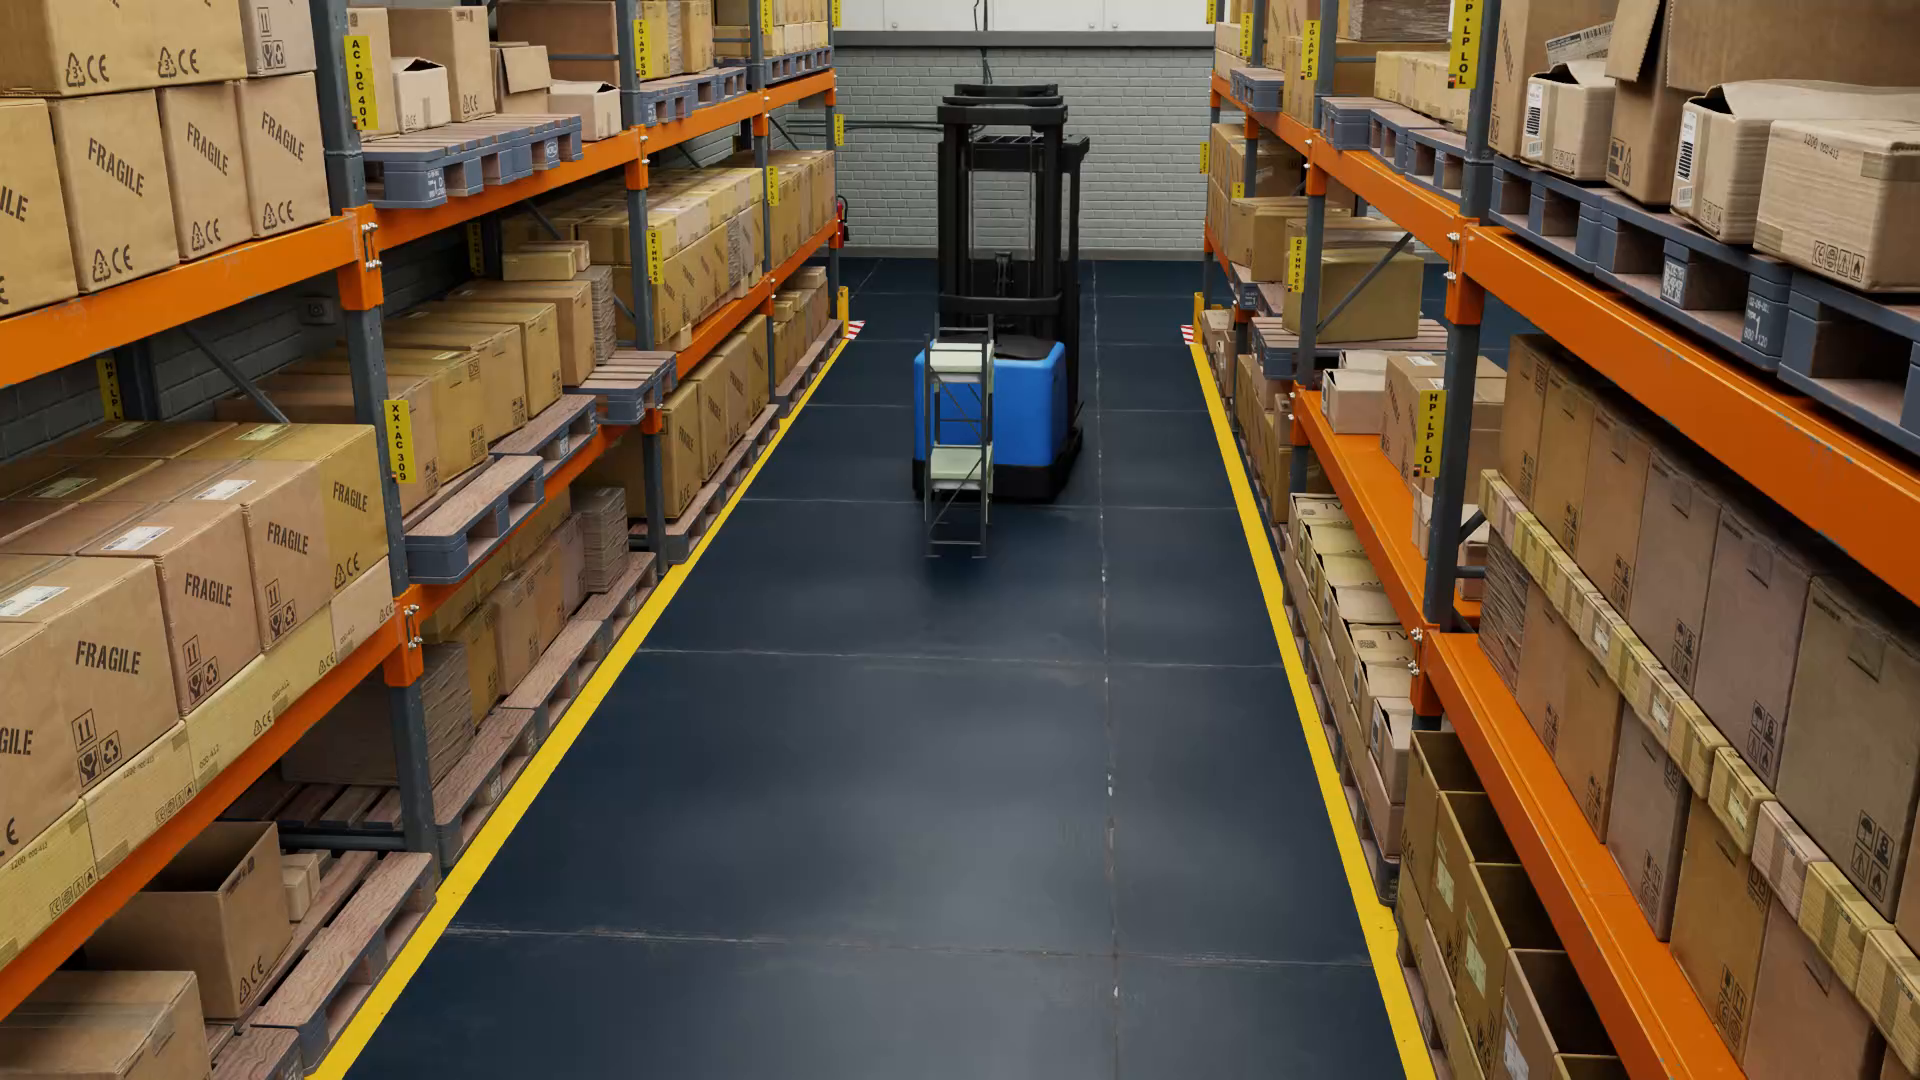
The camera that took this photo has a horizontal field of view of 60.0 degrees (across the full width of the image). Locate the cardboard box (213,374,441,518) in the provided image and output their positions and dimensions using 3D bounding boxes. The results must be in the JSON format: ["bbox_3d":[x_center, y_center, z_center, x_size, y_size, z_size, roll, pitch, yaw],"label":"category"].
[{"bbox_3d":[-2.616,-0.387,6.921,0.700,0.500,0.500,1,18,4],"label":"cardboard box"}]

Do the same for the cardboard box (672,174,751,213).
[{"bbox_3d":[-1.938,-2.704,12.982,0.500,0.250,0.500,2,18,5],"label":"cardboard box"}]

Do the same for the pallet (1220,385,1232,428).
[{"bbox_3d":[2.878,-1.237,14.859,1.003,0.211,1.213,1,18,4],"label":"pallet"}]

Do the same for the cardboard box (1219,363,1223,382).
[{"bbox_3d":[2.553,-1.504,15.068,0.380,0.149,0.250,1,18,4],"label":"cardboard box"}]

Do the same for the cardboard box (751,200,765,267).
[{"bbox_3d":[-1.895,-2.508,13.588,0.500,0.500,0.500,1,18,3],"label":"cardboard box"}]

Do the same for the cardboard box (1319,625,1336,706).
[{"bbox_3d":[2.108,0.634,8.413,0.500,0.250,0.500,2,18,5],"label":"cardboard box"}]

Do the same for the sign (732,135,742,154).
[{"bbox_3d":[-2.379,-4.164,17.795,0.100,0.325,0.005,1,18,4],"label":"sign"}]

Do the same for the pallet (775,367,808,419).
[{"bbox_3d":[-1.980,-1.367,15.257,1.003,0.211,1.213,1,18,4],"label":"pallet"}]

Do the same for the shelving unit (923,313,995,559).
[{"bbox_3d":[0.000,-0.711,11.183,0.431,1.500,0.755,1,18,4],"label":"shelving unit"}]

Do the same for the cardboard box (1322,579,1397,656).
[{"bbox_3d":[2.107,0.372,8.312,0.500,0.311,0.500,1,18,3],"label":"cardboard box"}]

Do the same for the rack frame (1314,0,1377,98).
[{"bbox_3d":[2.542,-3.957,9.048,1.000,3.000,0.127,1,18,4],"label":"rack frame"}]

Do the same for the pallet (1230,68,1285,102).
[{"bbox_3d":[2.711,-3.484,12.723,1.213,0.211,1.003,1,18,4],"label":"pallet"}]

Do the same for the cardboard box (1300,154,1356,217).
[{"bbox_3d":[3.143,-3.011,14.030,0.500,0.500,0.500,2,18,5],"label":"cardboard box"}]

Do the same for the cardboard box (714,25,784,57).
[{"bbox_3d":[-1.800,-4.268,14.220,0.500,0.250,0.500,1,18,4],"label":"cardboard box"}]

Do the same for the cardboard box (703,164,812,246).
[{"bbox_3d":[-1.958,-3.222,15.956,0.980,0.700,0.700,0,18,1],"label":"cardboard box"}]

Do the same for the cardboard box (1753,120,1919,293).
[{"bbox_3d":[1.788,-0.606,2.978,0.500,0.250,0.500,1,18,4],"label":"cardboard box"}]

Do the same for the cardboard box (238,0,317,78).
[{"bbox_3d":[-2.452,-1.769,5.390,0.500,0.500,0.500,0,18,-1],"label":"cardboard box"}]

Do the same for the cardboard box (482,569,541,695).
[{"bbox_3d":[-2.586,0.457,8.519,0.700,0.500,0.500,1,18,5],"label":"cardboard box"}]

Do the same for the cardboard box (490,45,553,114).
[{"bbox_3d":[-2.585,-2.299,8.608,0.797,0.503,0.637,4,19,12],"label":"cardboard box"}]

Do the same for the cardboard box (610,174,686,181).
[{"bbox_3d":[-2.437,-2.713,13.011,0.500,0.250,0.500,1,18,5],"label":"cardboard box"}]

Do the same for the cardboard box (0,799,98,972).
[{"bbox_3d":[-2.556,0.866,4.170,0.500,0.250,0.500,1,18,3],"label":"cardboard box"}]

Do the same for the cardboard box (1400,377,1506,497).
[{"bbox_3d":[2.400,-0.469,7.876,0.500,0.500,0.500,1,18,4],"label":"cardboard box"}]

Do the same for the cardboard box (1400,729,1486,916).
[{"bbox_3d":[1.909,1.024,6.019,0.500,0.500,0.500,1,18,4],"label":"cardboard box"}]

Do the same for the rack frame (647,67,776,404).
[{"bbox_3d":[-2.113,-2.458,14.108,1.000,3.000,0.127,1,18,4],"label":"rack frame"}]

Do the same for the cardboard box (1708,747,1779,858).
[{"bbox_3d":[1.880,0.579,3.636,0.380,0.149,0.250,2,18,6],"label":"cardboard box"}]

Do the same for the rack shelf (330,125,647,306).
[{"bbox_3d":[-2.543,-1.678,8.066,1.077,0.370,4.000,1,18,4],"label":"rack shelf"}]

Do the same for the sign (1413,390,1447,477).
[{"bbox_3d":[1.713,-0.386,6.051,0.100,0.325,0.005,1,18,4],"label":"sign"}]

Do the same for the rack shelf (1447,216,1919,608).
[{"bbox_3d":[2.111,-0.327,3.940,1.077,0.370,4.000,1,18,4],"label":"rack shelf"}]

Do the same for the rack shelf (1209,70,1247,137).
[{"bbox_3d":[2.972,-4.053,15.314,1.077,0.370,4.000,1,18,4],"label":"rack shelf"}]

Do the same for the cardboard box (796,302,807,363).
[{"bbox_3d":[-1.879,-2.015,16.096,0.700,0.500,0.500,2,18,5],"label":"cardboard box"}]

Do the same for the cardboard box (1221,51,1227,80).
[{"bbox_3d":[2.742,-4.481,15.705,0.500,0.250,0.500,1,18,4],"label":"cardboard box"}]

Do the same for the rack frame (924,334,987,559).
[{"bbox_3d":[-0.027,-0.597,10.836,0.400,1.500,0.023,1,18,4],"label":"rack frame"}]

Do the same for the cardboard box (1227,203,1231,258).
[{"bbox_3d":[2.644,-2.717,14.738,0.500,0.500,0.500,2,18,5],"label":"cardboard box"}]

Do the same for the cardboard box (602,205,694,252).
[{"bbox_3d":[-2.072,-2.073,11.057,0.500,0.250,0.500,1,18,3],"label":"cardboard box"}]

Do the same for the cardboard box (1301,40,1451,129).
[{"bbox_3d":[2.539,-2.716,9.916,0.910,0.500,0.500,1,18,4],"label":"cardboard box"}]

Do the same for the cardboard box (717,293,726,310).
[{"bbox_3d":[-1.990,-1.843,12.603,0.380,0.149,0.250,1,18,2],"label":"cardboard box"}]

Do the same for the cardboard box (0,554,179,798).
[{"bbox_3d":[-2.525,0.358,4.516,0.500,0.500,0.500,2,18,6],"label":"cardboard box"}]

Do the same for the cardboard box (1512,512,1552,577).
[{"bbox_3d":[2.008,0.017,5.350,0.380,0.149,0.250,1,18,2],"label":"cardboard box"}]

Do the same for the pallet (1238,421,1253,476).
[{"bbox_3d":[2.808,-0.770,13.435,1.003,0.211,1.213,1,18,4],"label":"pallet"}]

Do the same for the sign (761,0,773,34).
[{"bbox_3d":[-1.571,-4.270,13.483,0.100,0.325,0.005,1,18,4],"label":"sign"}]

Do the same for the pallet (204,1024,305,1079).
[{"bbox_3d":[-2.784,1.941,5.161,1.003,0.211,1.213,1,18,4],"label":"pallet"}]

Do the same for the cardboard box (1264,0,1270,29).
[{"bbox_3d":[2.825,-4.449,13.599,0.700,0.500,0.500,1,18,4],"label":"cardboard box"}]

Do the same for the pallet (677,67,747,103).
[{"bbox_3d":[-2.129,-3.507,12.798,0.805,0.209,1.217,1,18,2],"label":"pallet"}]

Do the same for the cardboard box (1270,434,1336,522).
[{"bbox_3d":[2.374,-0.423,11.206,0.500,0.500,0.500,2,18,6],"label":"cardboard box"}]

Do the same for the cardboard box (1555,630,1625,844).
[{"bbox_3d":[2.158,0.546,4.779,0.700,0.500,0.500,2,18,5],"label":"cardboard box"}]

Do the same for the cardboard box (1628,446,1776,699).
[{"bbox_3d":[2.121,0.077,4.125,0.700,0.500,0.500,1,18,4],"label":"cardboard box"}]

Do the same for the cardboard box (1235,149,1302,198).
[{"bbox_3d":[2.606,-3.034,14.099,0.500,0.500,0.500,1,18,4],"label":"cardboard box"}]

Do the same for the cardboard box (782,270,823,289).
[{"bbox_3d":[-1.622,-2.677,17.075,0.380,0.149,0.250,2,18,5],"label":"cardboard box"}]

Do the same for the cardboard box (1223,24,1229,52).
[{"bbox_3d":[2.746,-4.718,15.627,0.500,0.250,0.500,1,18,4],"label":"cardboard box"}]

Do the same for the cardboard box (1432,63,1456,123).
[{"bbox_3d":[2.453,-2.010,7.490,0.500,0.250,0.500,0,18,-1],"label":"cardboard box"}]

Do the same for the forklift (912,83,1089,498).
[{"bbox_3d":[0.415,-2.116,13.173,1.130,2.935,3.031,3,18,10],"label":"forklift"}]

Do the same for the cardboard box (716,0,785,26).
[{"bbox_3d":[-1.782,-4.631,14.123,0.500,0.500,0.500,1,18,3],"label":"cardboard box"}]

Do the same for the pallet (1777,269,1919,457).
[{"bbox_3d":[2.045,-0.224,2.615,1.003,0.211,1.213,1,18,4],"label":"pallet"}]
